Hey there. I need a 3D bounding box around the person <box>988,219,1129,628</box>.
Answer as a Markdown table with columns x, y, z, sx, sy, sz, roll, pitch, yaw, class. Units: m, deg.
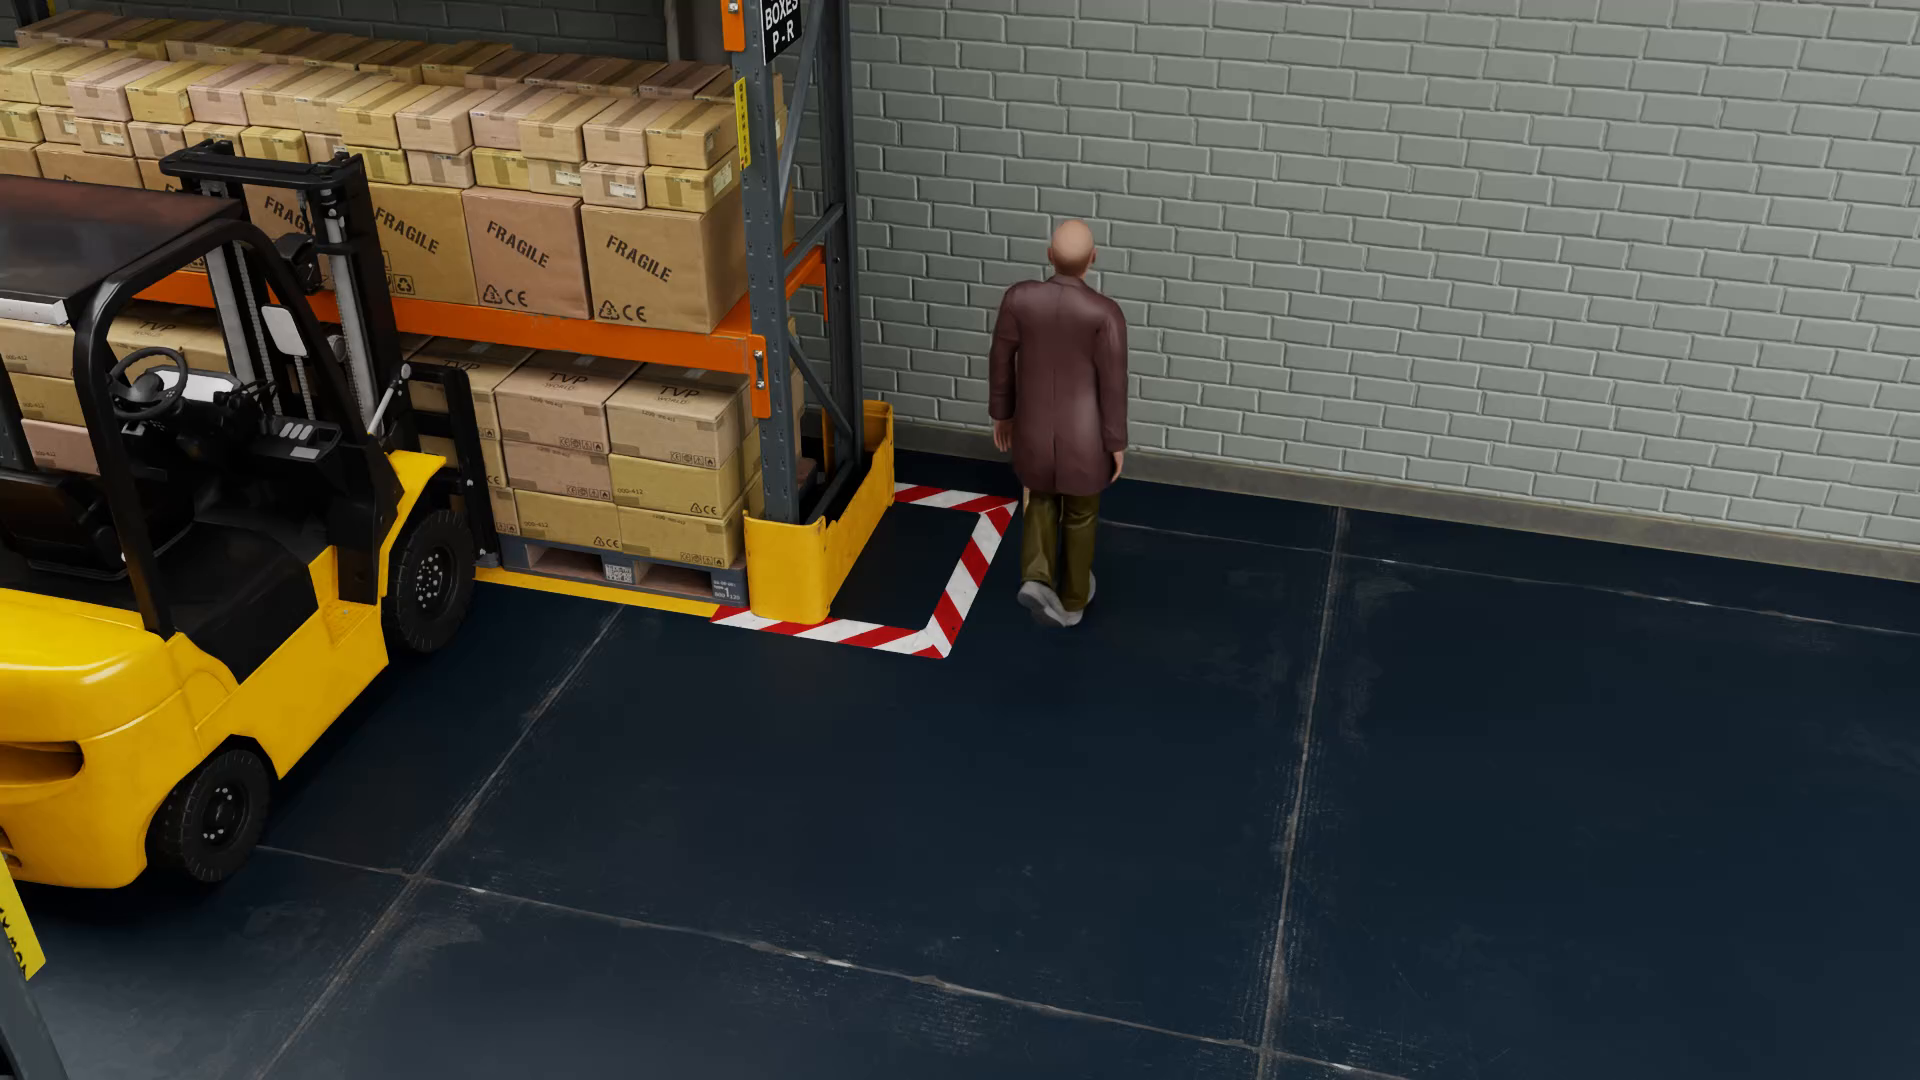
| x | y | z | sx | sy | sz | roll | pitch | yaw | class |
| --- | --- | --- | --- | --- | --- | --- | --- | --- | --- |
| 0.372 | -0.415 | 6.789 | 0.621 | 1.755 | 0.644 | 12 | 34 | 18 | person |
